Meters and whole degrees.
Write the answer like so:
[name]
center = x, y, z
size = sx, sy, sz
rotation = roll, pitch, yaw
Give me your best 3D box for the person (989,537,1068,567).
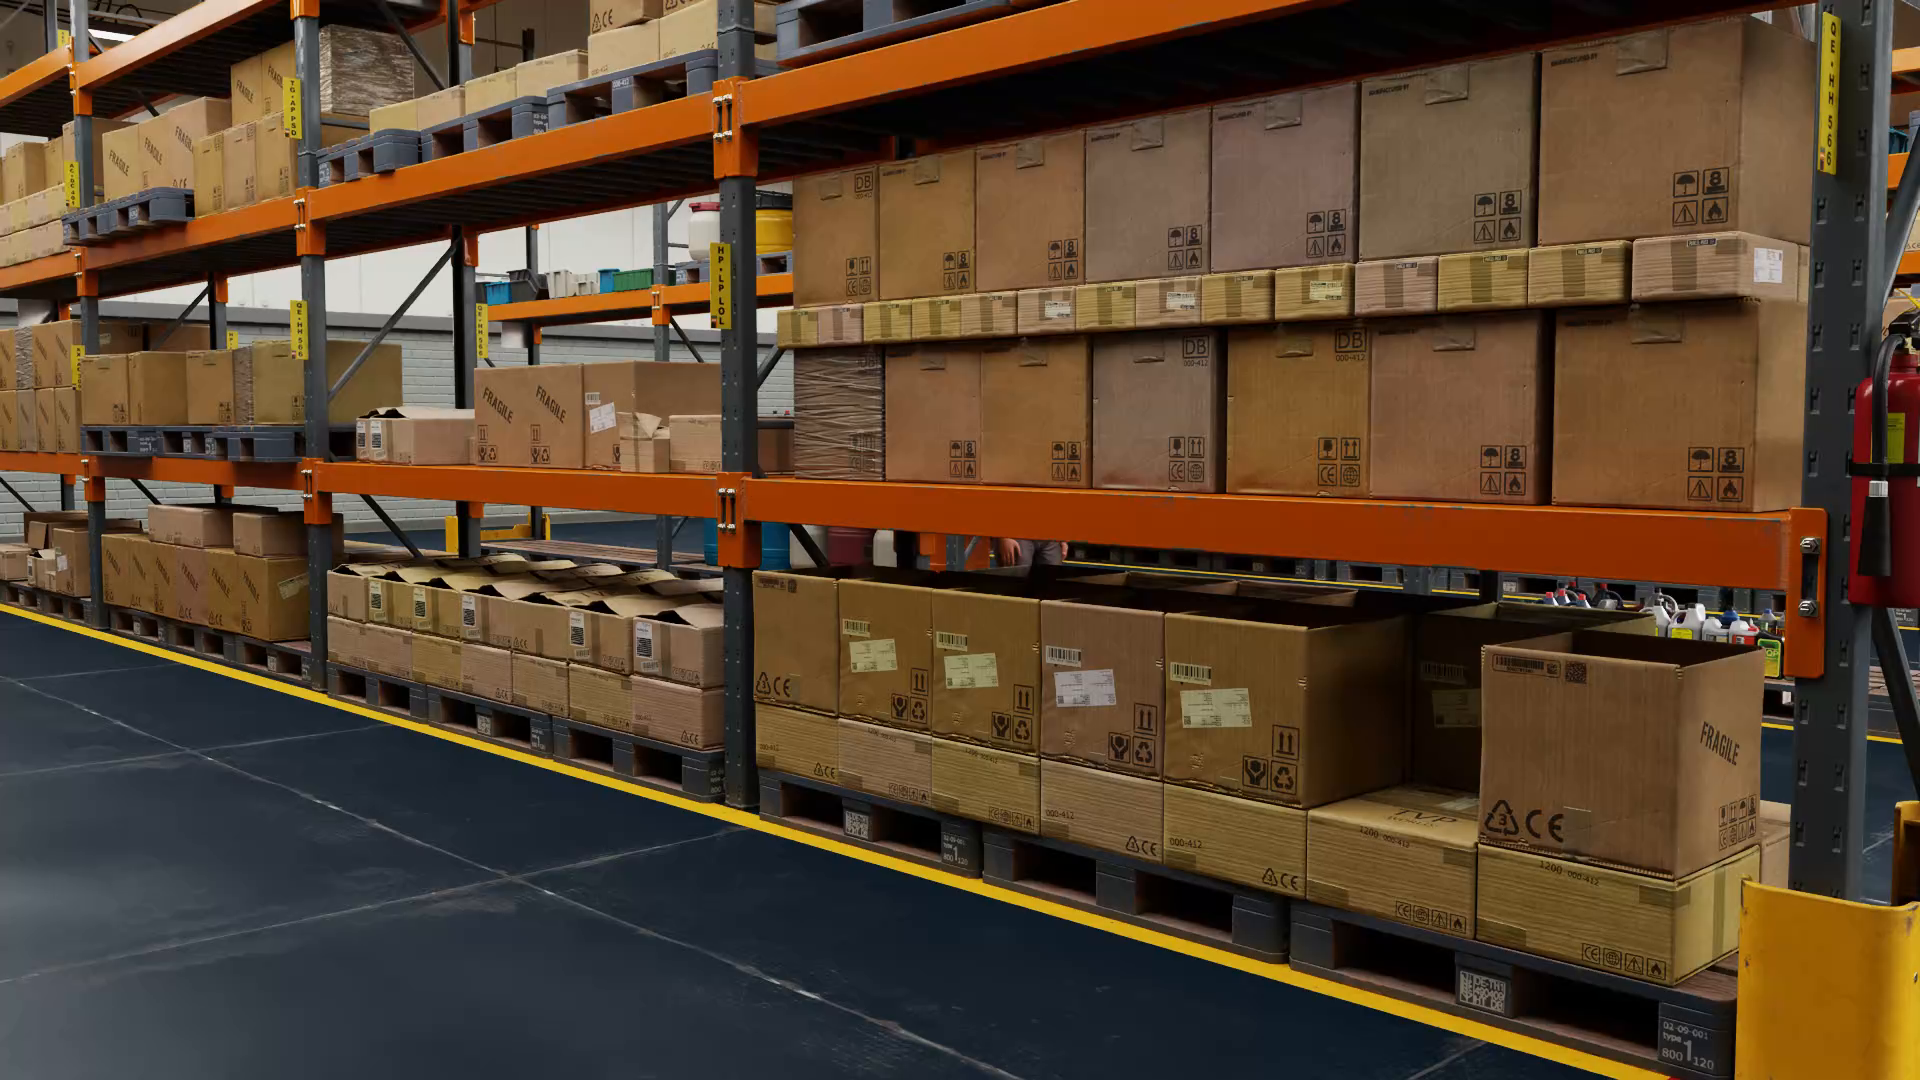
[person]
center = 0.404, 0.006, 9.354
size = 0.473, 1.720, 0.593
rotation = 4, 5, 42
